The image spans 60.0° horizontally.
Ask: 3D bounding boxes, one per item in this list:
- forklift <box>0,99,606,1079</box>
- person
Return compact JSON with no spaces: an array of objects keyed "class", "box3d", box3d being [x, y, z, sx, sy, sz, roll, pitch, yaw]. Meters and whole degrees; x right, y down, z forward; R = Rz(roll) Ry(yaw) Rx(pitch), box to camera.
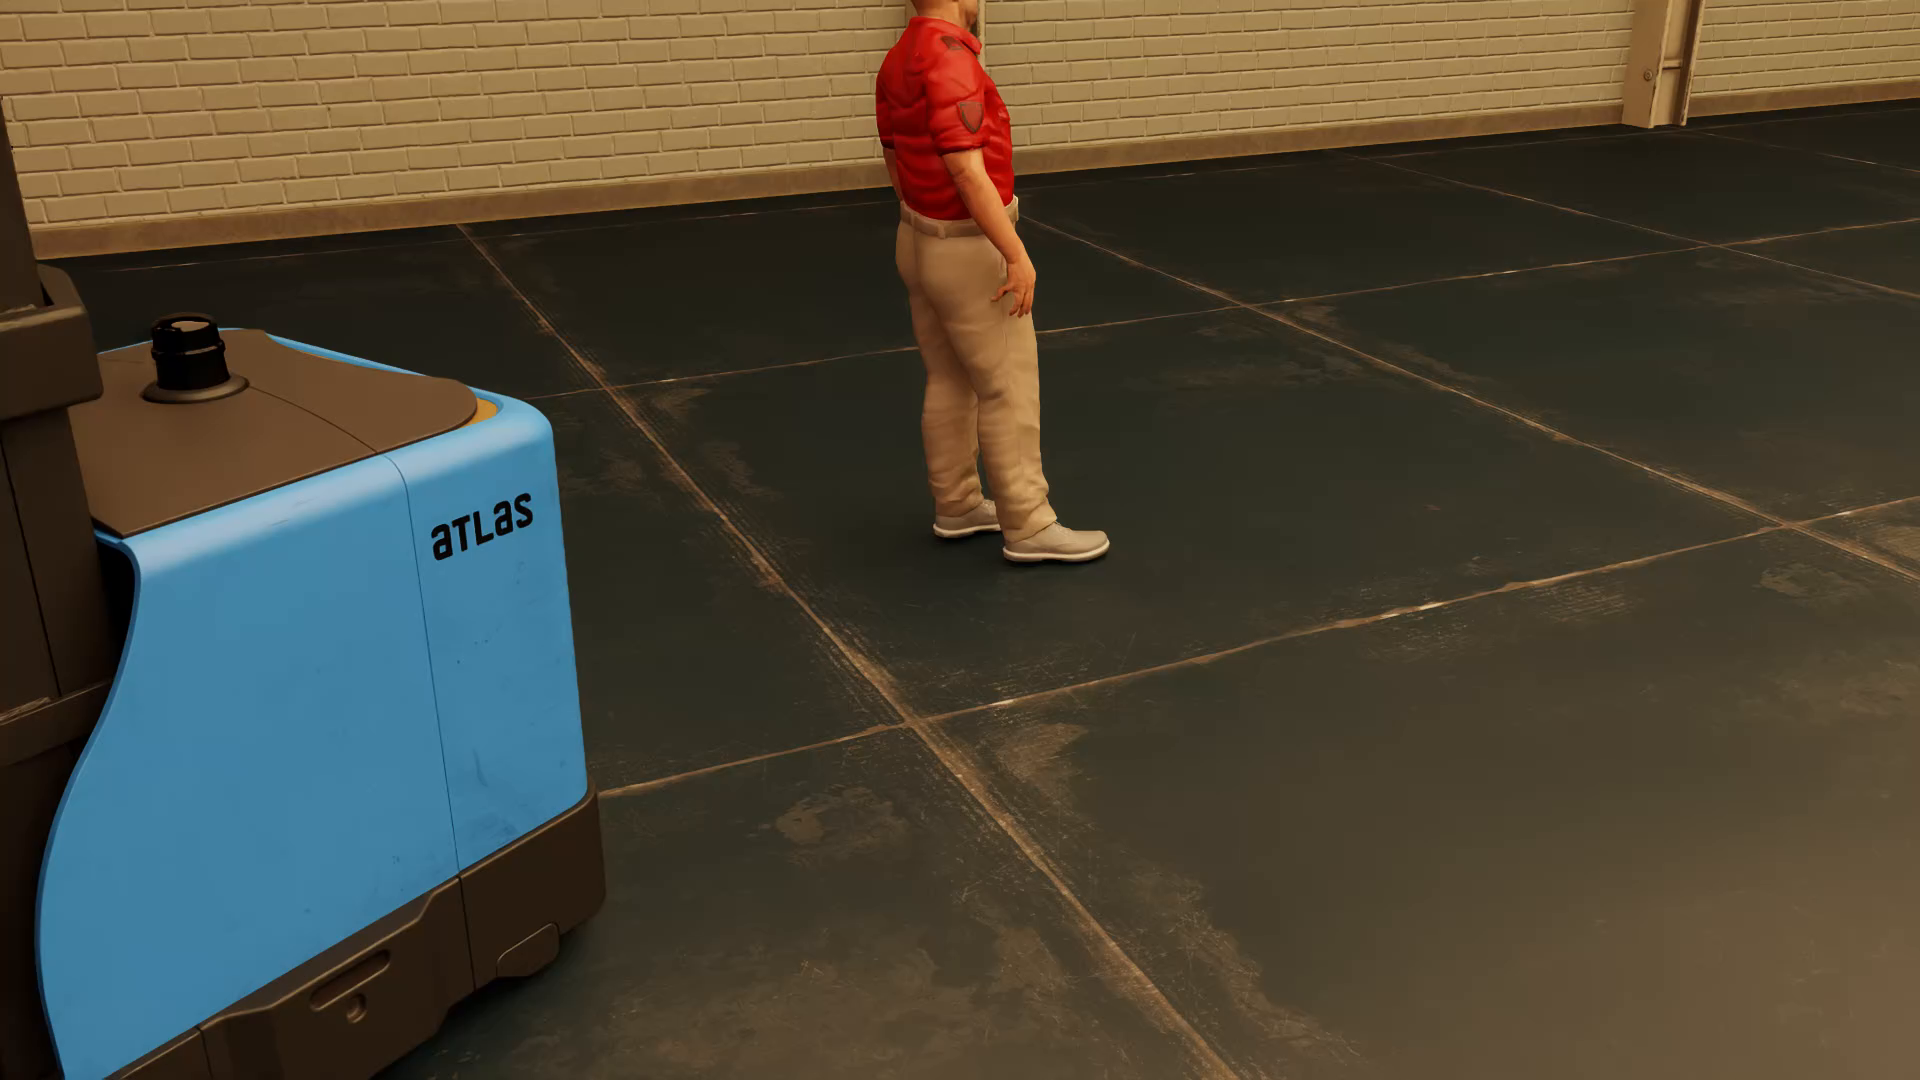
[{"class":"forklift","box3d":[-1.950,-0.239,1.862,1.130,2.935,3.031,15,27,32]},{"class":"person","box3d":[0.086,-0.815,4.797,0.551,1.727,0.640,-10,25,-23]}]
